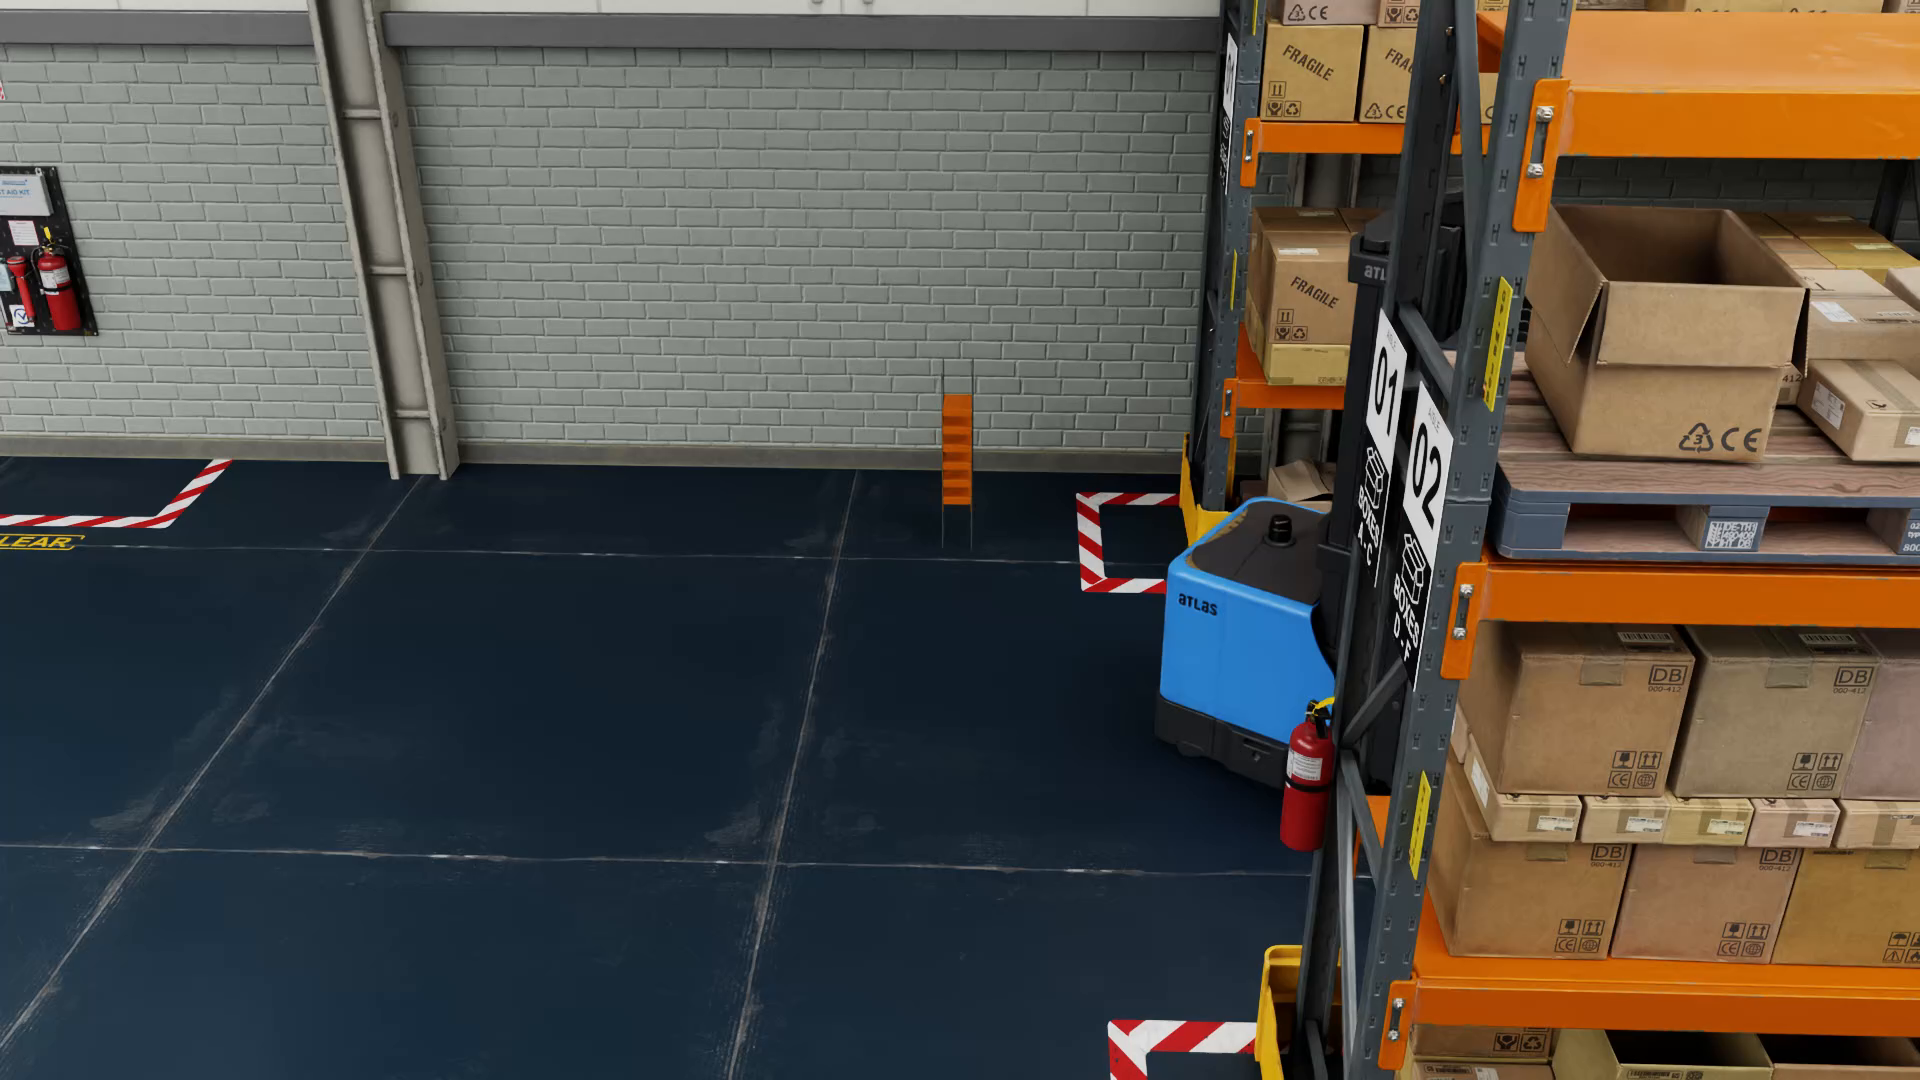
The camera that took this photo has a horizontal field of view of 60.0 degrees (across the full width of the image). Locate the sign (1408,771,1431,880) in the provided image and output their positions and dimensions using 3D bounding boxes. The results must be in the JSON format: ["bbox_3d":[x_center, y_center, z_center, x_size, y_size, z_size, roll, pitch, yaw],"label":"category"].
[{"bbox_3d":[1.349,0.839,4.882,0.005,0.325,0.100,1,28,2],"label":"sign"}]

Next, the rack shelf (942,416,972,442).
[{"bbox_3d":[-0.014,-0.703,10.303,0.180,0.103,0.258,1,28,2],"label":"rack shelf"}]

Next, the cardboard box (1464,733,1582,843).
[{"bbox_3d":[1.759,0.773,5.215,0.250,0.149,0.380,1,28,1],"label":"cardboard box"}]

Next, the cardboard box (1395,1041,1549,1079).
[{"bbox_3d":[1.921,1.896,6.383,0.500,0.250,0.500,1,28,2],"label":"cardboard box"}]

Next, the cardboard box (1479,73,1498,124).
[{"bbox_3d":[2.925,-2.546,8.944,0.500,0.500,0.500,2,28,4],"label":"cardboard box"}]

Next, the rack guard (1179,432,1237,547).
[{"bbox_3d":[1.621,-0.217,10.550,0.348,0.500,1.175,1,28,2],"label":"rack guard"}]

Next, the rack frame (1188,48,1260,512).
[{"bbox_3d":[1.545,-1.322,9.967,0.127,3.000,1.000,1,28,2],"label":"rack frame"}]

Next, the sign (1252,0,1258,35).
[{"bbox_3d":[1.526,-2.780,8.581,0.005,0.325,0.100,1,28,2],"label":"sign"}]

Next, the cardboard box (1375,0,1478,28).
[{"bbox_3d":[2.421,-2.990,8.715,0.500,0.500,0.500,1,28,1],"label":"cardboard box"}]

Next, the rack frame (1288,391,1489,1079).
[{"bbox_3d":[1.374,0.997,5.593,0.127,3.000,1.000,1,28,2],"label":"rack frame"}]

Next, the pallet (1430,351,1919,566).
[{"bbox_3d":[2.080,-0.266,4.866,1.213,0.211,1.003,1,28,2],"label":"pallet"}]

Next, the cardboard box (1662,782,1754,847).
[{"bbox_3d":[2.272,0.781,5.200,0.250,0.149,0.380,1,28,2],"label":"cardboard box"}]

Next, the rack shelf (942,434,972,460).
[{"bbox_3d":[-0.014,-0.597,10.359,0.180,0.103,0.258,1,28,2],"label":"rack shelf"}]

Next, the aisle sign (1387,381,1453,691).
[{"bbox_3d":[1.298,-0.010,4.716,0.004,0.787,0.394,1,28,2],"label":"aisle sign"}]

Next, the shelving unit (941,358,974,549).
[{"bbox_3d":[-0.014,-0.530,10.395,0.189,1.200,0.258,1,28,2],"label":"shelving unit"}]

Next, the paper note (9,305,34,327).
[{"bbox_3d":[-6.364,-1.519,11.280,0.142,0.148,0.016,1,28,2],"label":"paper note"}]

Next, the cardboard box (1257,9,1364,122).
[{"bbox_3d":[1.871,-2.578,9.005,0.500,0.500,0.500,2,28,3],"label":"cardboard box"}]

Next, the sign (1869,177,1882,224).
[{"bbox_3d":[5.559,-2.027,10.061,0.005,0.325,0.100,1,28,2],"label":"sign"}]

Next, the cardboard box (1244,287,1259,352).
[{"bbox_3d":[2.019,-1.348,10.154,0.500,0.250,0.500,1,28,3],"label":"cardboard box"}]

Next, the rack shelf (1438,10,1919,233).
[{"bbox_3d":[3.373,-1.126,4.388,4.000,0.370,1.077,1,28,2],"label":"rack shelf"}]

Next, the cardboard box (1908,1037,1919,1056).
[{"bbox_3d":[3.401,1.834,5.701,0.500,0.500,0.500,1,28,2],"label":"cardboard box"}]

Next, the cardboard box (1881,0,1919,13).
[{"bbox_3d":[5.032,-2.957,8.654,0.500,0.500,0.500,-1,28,-3],"label":"cardboard box"}]

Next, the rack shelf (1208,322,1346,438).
[{"bbox_3d":[3.544,-0.971,10.073,4.000,0.370,1.077,1,28,2],"label":"rack shelf"}]

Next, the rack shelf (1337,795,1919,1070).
[{"bbox_3d":[3.373,1.347,5.699,4.000,0.370,1.077,1,28,2],"label":"rack shelf"}]

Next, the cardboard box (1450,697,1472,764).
[{"bbox_3d":[1.763,0.583,5.574,0.250,0.149,0.380,0,28,1],"label":"cardboard box"}]

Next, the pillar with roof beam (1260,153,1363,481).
[{"bbox_3d":[2.123,-2.351,5.503,0.400,9.000,9.100,1,28,2],"label":"pillar with roof beam"}]

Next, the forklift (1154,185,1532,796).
[{"bbox_3d":[2.505,-0.015,7.574,3.031,2.935,1.130,18,33,31],"label":"forklift"}]

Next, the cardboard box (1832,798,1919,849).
[{"bbox_3d":[2.790,0.789,5.184,0.250,0.149,0.380,0,28,0],"label":"cardboard box"}]

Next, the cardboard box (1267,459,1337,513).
[{"bbox_3d":[2.234,-0.275,10.393,0.500,0.311,0.500,-2,28,-4],"label":"cardboard box"}]

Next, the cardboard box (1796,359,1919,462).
[{"bbox_3d":[2.544,-0.363,4.626,0.250,0.149,0.380,1,28,2],"label":"cardboard box"}]

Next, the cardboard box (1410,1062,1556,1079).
[{"bbox_3d":[1.902,2.139,5.925,0.500,0.250,0.500,1,28,2],"label":"cardboard box"}]

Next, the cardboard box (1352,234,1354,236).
[{"bbox_3d":[2.505,-1.435,9.517,0.500,0.500,0.500,1,28,2],"label":"cardboard box"}]

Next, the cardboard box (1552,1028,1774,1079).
[{"bbox_3d":[2.402,1.815,5.736,0.500,0.500,0.500,1,28,2],"label":"cardboard box"}]

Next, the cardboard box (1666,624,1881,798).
[{"bbox_3d":[2.419,0.400,5.226,0.500,0.500,0.700,0,28,0],"label":"cardboard box"}]

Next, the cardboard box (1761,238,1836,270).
[{"bbox_3d":[4.560,-1.399,9.449,0.500,0.500,0.500,1,28,2],"label":"cardboard box"}]

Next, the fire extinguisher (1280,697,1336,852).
[{"bbox_3d":[1.272,0.811,6.025,0.183,0.674,0.296,1,28,2],"label":"fire extinguisher"}]

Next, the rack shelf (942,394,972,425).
[{"bbox_3d":[-0.014,-0.809,10.247,0.180,0.103,0.258,1,28,2],"label":"rack shelf"}]

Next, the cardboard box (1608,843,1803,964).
[{"bbox_3d":[2.365,0.973,5.531,0.500,0.500,0.700,2,28,3],"label":"cardboard box"}]

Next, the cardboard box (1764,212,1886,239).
[{"bbox_3d":[5.080,-1.635,9.896,0.500,0.500,0.500,0,28,1],"label":"cardboard box"}]

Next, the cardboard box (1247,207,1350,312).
[{"bbox_3d":[2.024,-1.688,9.995,0.500,0.500,0.500,1,28,1],"label":"cardboard box"}]

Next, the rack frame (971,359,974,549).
[{"bbox_3d":[0.077,-0.529,10.392,0.006,1.200,0.240,1,28,2],"label":"rack frame"}]

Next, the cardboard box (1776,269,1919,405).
[{"bbox_3d":[2.534,-0.614,4.991,0.500,0.250,0.500,1,28,2],"label":"cardboard box"}]

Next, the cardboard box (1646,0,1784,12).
[{"bbox_3d":[3.962,-2.965,8.668,0.500,0.500,0.500,0,28,0],"label":"cardboard box"}]
